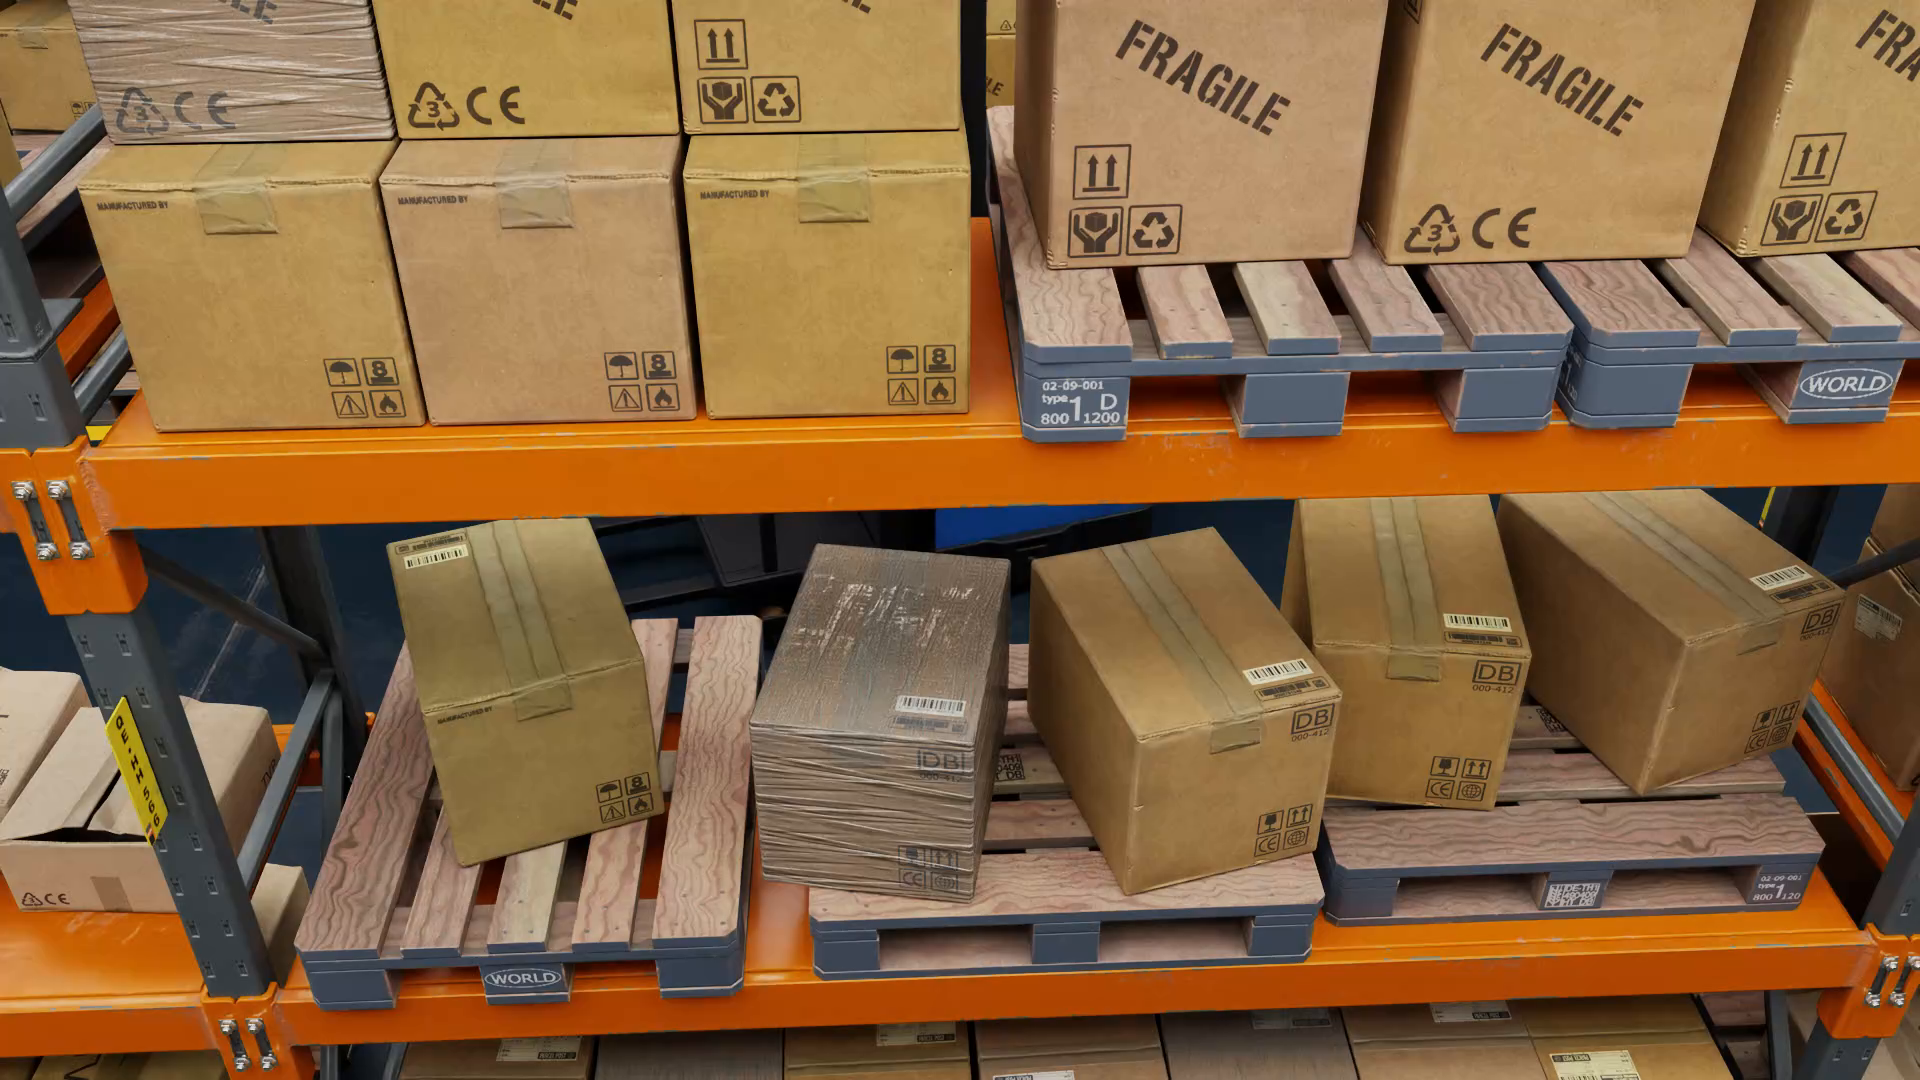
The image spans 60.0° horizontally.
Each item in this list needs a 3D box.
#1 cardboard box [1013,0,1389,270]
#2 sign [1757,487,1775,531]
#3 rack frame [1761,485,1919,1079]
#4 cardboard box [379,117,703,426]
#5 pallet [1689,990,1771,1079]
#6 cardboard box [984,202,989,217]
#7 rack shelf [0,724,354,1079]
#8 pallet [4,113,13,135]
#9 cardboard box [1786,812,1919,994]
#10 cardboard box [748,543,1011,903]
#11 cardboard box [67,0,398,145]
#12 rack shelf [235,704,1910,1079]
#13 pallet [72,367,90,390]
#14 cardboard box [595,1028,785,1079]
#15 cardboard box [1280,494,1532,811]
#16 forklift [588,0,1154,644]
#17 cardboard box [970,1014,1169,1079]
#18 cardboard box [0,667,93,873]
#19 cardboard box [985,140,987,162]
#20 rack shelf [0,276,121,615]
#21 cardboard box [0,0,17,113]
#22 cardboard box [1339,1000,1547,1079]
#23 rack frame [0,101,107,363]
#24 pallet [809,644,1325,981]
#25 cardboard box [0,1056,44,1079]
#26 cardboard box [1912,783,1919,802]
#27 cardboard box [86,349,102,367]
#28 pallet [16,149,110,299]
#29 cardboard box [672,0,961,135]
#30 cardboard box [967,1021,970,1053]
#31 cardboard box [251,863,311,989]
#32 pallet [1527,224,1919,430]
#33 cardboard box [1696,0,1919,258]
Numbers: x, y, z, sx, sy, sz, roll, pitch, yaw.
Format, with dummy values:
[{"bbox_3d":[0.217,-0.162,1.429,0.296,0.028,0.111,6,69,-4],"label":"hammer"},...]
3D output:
[{"bbox_3d":[0.442,-0.949,3.305,0.600,0.600,0.600,-3,35,-4],"label":"cardboard box"},{"bbox_3d":[2.247,-0.134,4.547,0.005,0.325,0.100,-2,35,-2],"label":"sign"},{"bbox_3d":[2.281,0.530,4.348,0.127,3.000,1.000,-2,35,-2],"label":"rack frame"},{"bbox_3d":[-0.771,-0.681,3.375,0.500,0.500,0.910,-2,35,-2],"label":"cardboard box"},{"bbox_3d":[2.967,1.659,5.168,1.213,0.211,1.003,-2,35,-2],"label":"pallet"},{"bbox_3d":[0.512,-1.457,8.740,0.750,0.750,0.750,-1,35,-1],"label":"cardboard box"},{"bbox_3d":[-3.713,0.988,4.319,4.000,0.370,1.077,-2,35,-2],"label":"rack shelf"},{"bbox_3d":[-5.178,-1.929,8.070,1.213,0.211,1.003,-2,35,-2],"label":"pallet"},{"bbox_3d":[2.836,1.201,5.189,0.500,0.500,0.500,-2,35,-2],"label":"cardboard box"},{"bbox_3d":[-0.168,0.427,4.040,0.500,0.500,0.700,5,35,7],"label":"cardboard box"},{"bbox_3d":[-1.279,-1.056,3.037,0.500,0.500,0.500,-2,35,-2],"label":"cardboard box"},{"bbox_3d":[0.283,0.880,4.475,4.000,0.370,1.077,-2,35,-2],"label":"rack shelf"},{"bbox_3d":[-5.171,-0.945,8.930,1.213,0.211,1.003,-2,35,-2],"label":"pallet"},{"bbox_3d":[-0.724,1.618,4.586,0.500,0.500,0.500,-3,35,-4],"label":"cardboard box"},{"bbox_3d":[1.113,0.257,4.286,0.500,0.500,0.700,4,35,5],"label":"cardboard box"},{"bbox_3d":[-0.703,-1.100,6.765,3.031,2.935,1.130,-11,36,-15],"label":"forklift"},{"bbox_3d":[0.298,1.590,4.626,0.500,0.500,0.500,-3,35,-4],"label":"cardboard box"},{"bbox_3d":[-2.617,0.589,4.342,0.500,0.311,0.500,-2,35,-3],"label":"cardboard box"},{"bbox_3d":[0.181,-2.010,8.222,0.250,0.149,0.380,-1,35,-1],"label":"cardboard box"},{"bbox_3d":[-3.713,-0.246,3.466,4.000,0.370,1.077,-2,35,-2],"label":"rack shelf"},{"bbox_3d":[-4.880,-2.297,7.959,0.500,0.500,0.700,2,35,3],"label":"cardboard box"},{"bbox_3d":[1.307,1.562,4.667,0.500,0.500,0.500,-1,35,-2],"label":"cardboard box"},{"bbox_3d":[-1.715,-1.829,2.485,0.127,3.000,1.000,-2,35,-2],"label":"rack frame"},{"bbox_3d":[0.228,0.662,4.326,1.213,0.211,1.003,-2,35,-2],"label":"pallet"},{"bbox_3d":[-2.745,1.537,4.447,0.500,0.311,0.500,-2,35,-3],"label":"cardboard box"},{"bbox_3d":[2.803,0.630,4.116,0.500,0.500,0.500,-1,35,-1],"label":"cardboard box"},{"bbox_3d":[-4.700,-1.295,8.795,0.500,0.500,0.700,-2,35,-3],"label":"cardboard box"},{"bbox_3d":[-2.388,-0.449,3.293,1.003,0.211,1.213,0,35,0],"label":"pallet"},{"bbox_3d":[-0.260,-1.083,3.077,0.500,0.500,0.500,-2,35,-2],"label":"cardboard box"},{"bbox_3d":[0.249,1.295,5.053,0.500,0.500,0.500,-3,35,-4],"label":"cardboard box"},{"bbox_3d":[-2.252,1.213,4.917,0.500,0.311,0.500,0,35,-1],"label":"cardboard box"},{"bbox_3d":[1.626,-0.648,3.580,1.003,0.211,1.213,-2,35,-2],"label":"pallet"},{"bbox_3d":[1.774,-0.986,3.359,0.600,0.600,0.600,-5,35,-7],"label":"cardboard box"}]
